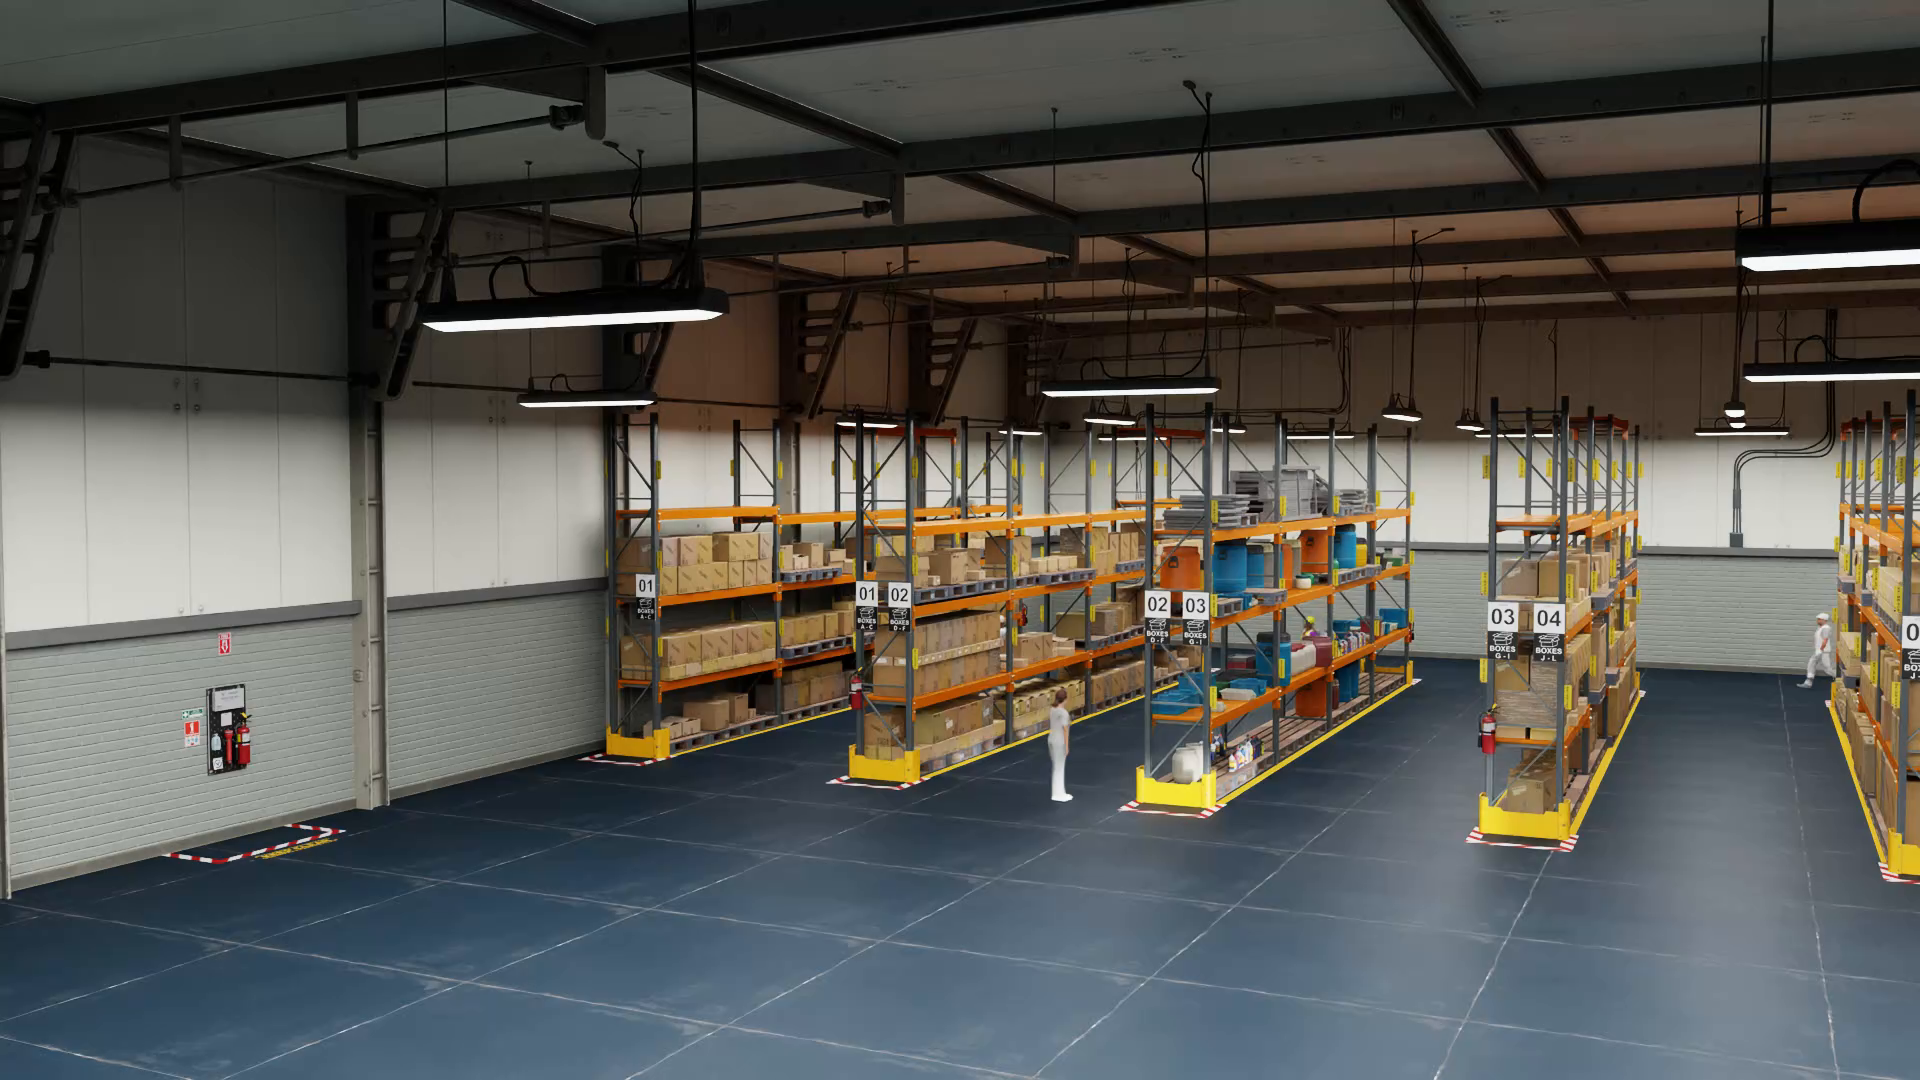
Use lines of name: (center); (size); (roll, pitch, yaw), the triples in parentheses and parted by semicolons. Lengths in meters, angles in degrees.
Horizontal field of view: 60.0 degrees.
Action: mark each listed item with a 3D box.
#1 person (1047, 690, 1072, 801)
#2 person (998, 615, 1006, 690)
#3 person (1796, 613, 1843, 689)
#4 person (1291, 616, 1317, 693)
person: (1.543, 3.105, 25.199); (0.384, 1.688, 0.470); (-1, 3, -24)
person: (0.865, 2.560, 36.663); (0.452, 1.797, 0.572); (0, 2, 9)
person: (19.579, 2.530, 37.730); (1.031, 1.752, 0.562); (1, 3, 20)
person: (7.816, 2.579, 37.352); (1.035, 1.727, 0.531); (-2, 3, -40)
